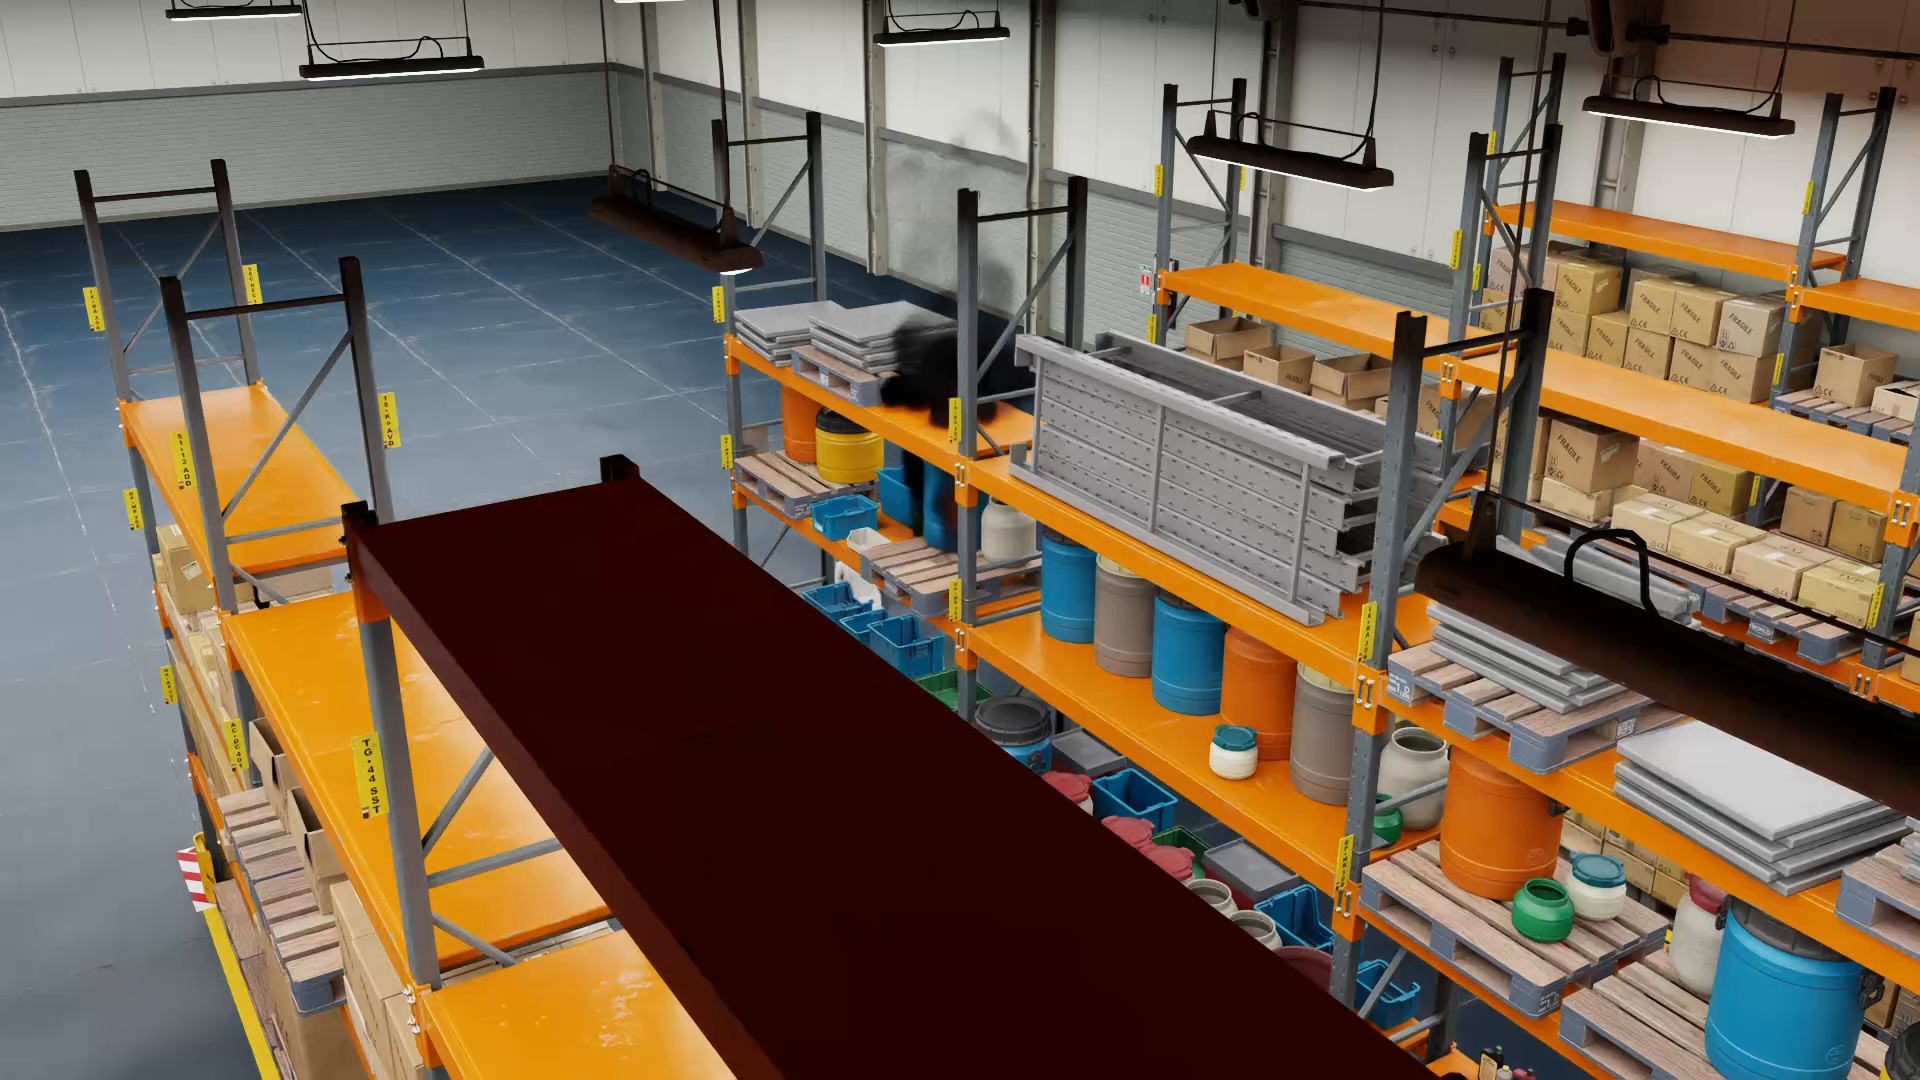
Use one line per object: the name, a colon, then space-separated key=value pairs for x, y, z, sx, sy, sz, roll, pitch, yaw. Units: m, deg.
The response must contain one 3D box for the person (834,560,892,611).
person: x=-0.975 y=0.722 z=17.405 sx=0.809 sy=1.717 sz=0.580 roll=-14 pitch=26 yaw=-31
